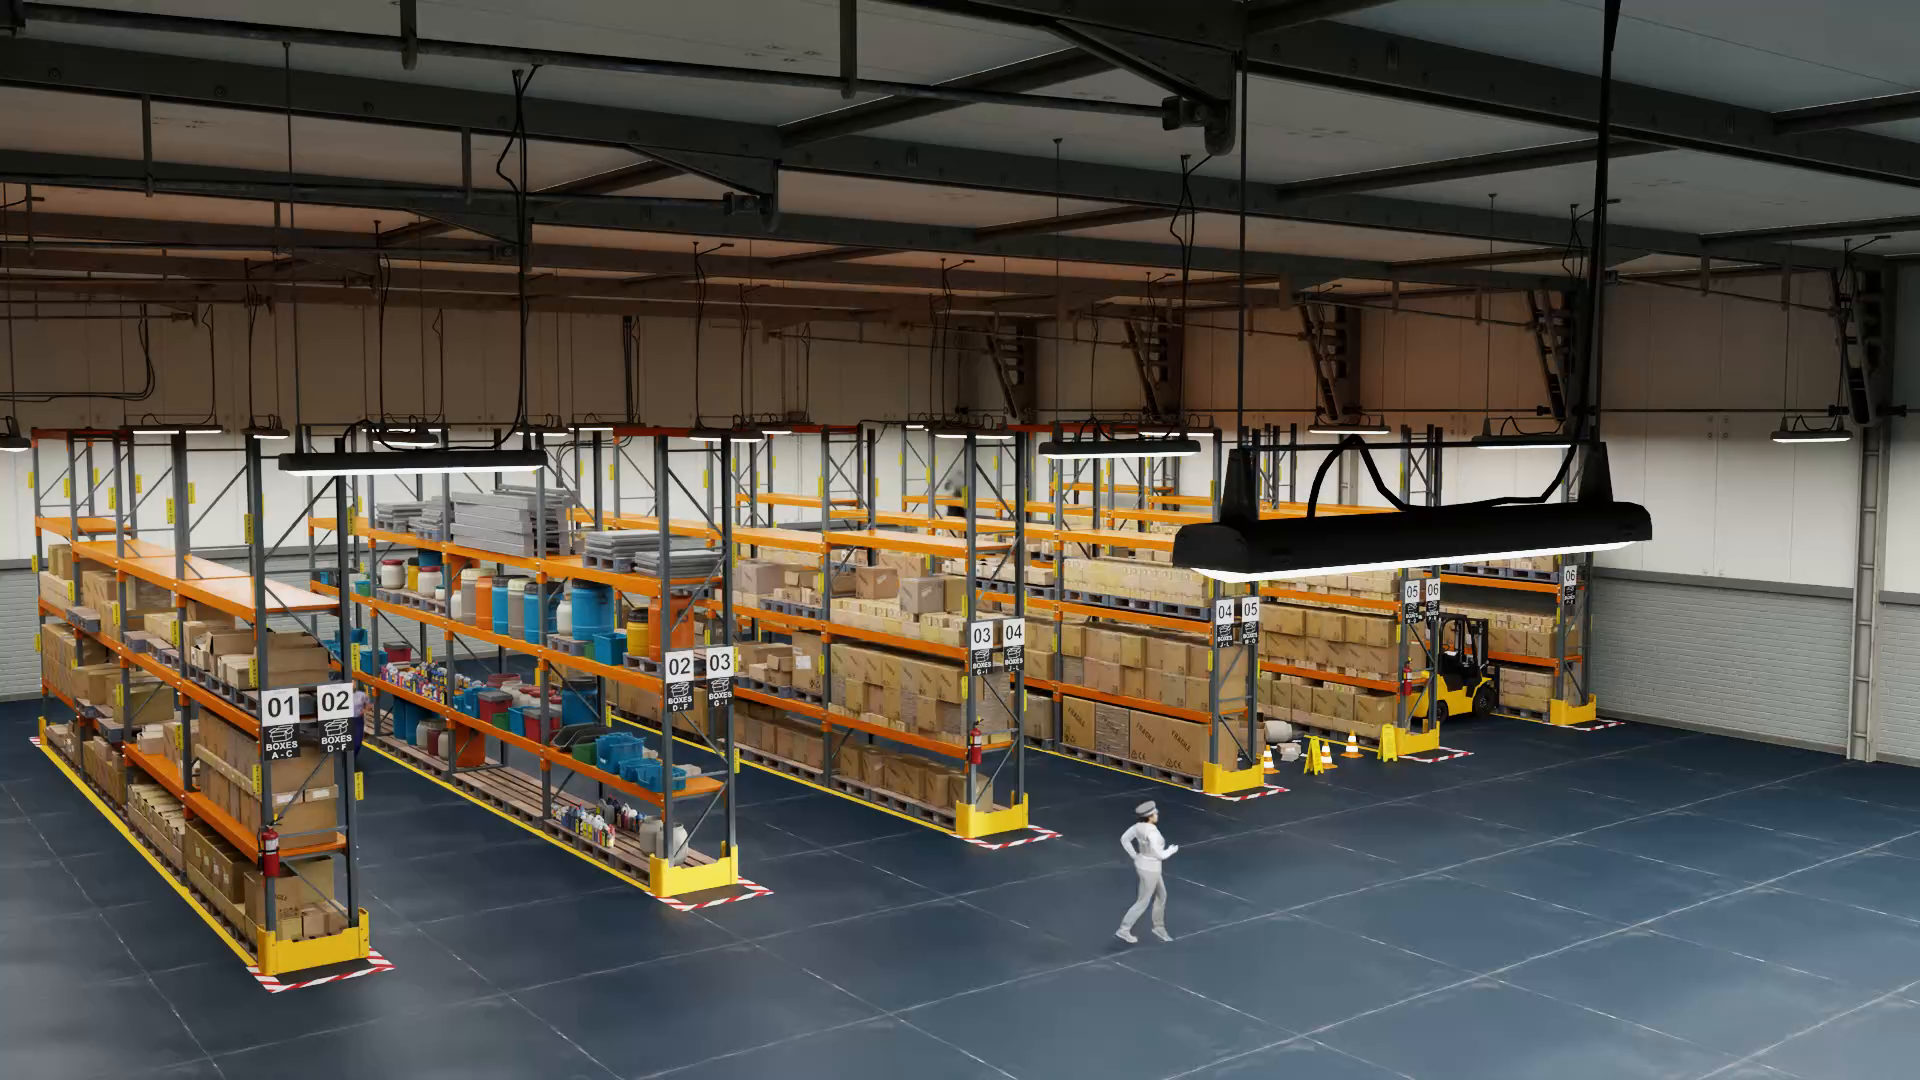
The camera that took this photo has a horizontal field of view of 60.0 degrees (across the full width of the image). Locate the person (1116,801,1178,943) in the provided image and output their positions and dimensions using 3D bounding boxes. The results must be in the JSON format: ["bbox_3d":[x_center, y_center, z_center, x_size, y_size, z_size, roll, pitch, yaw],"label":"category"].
[{"bbox_3d":[2.198,3.938,19.605,0.772,1.747,0.583,-1,5,-11],"label":"person"}]

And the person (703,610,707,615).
[{"bbox_3d":[-5.933,2.464,38.779,0.648,1.687,0.829,-2,5,-22],"label":"person"}]

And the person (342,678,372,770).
[{"bbox_3d":[-10.630,3.234,29.128,0.663,1.642,0.593,-3,5,-34],"label":"person"}]
